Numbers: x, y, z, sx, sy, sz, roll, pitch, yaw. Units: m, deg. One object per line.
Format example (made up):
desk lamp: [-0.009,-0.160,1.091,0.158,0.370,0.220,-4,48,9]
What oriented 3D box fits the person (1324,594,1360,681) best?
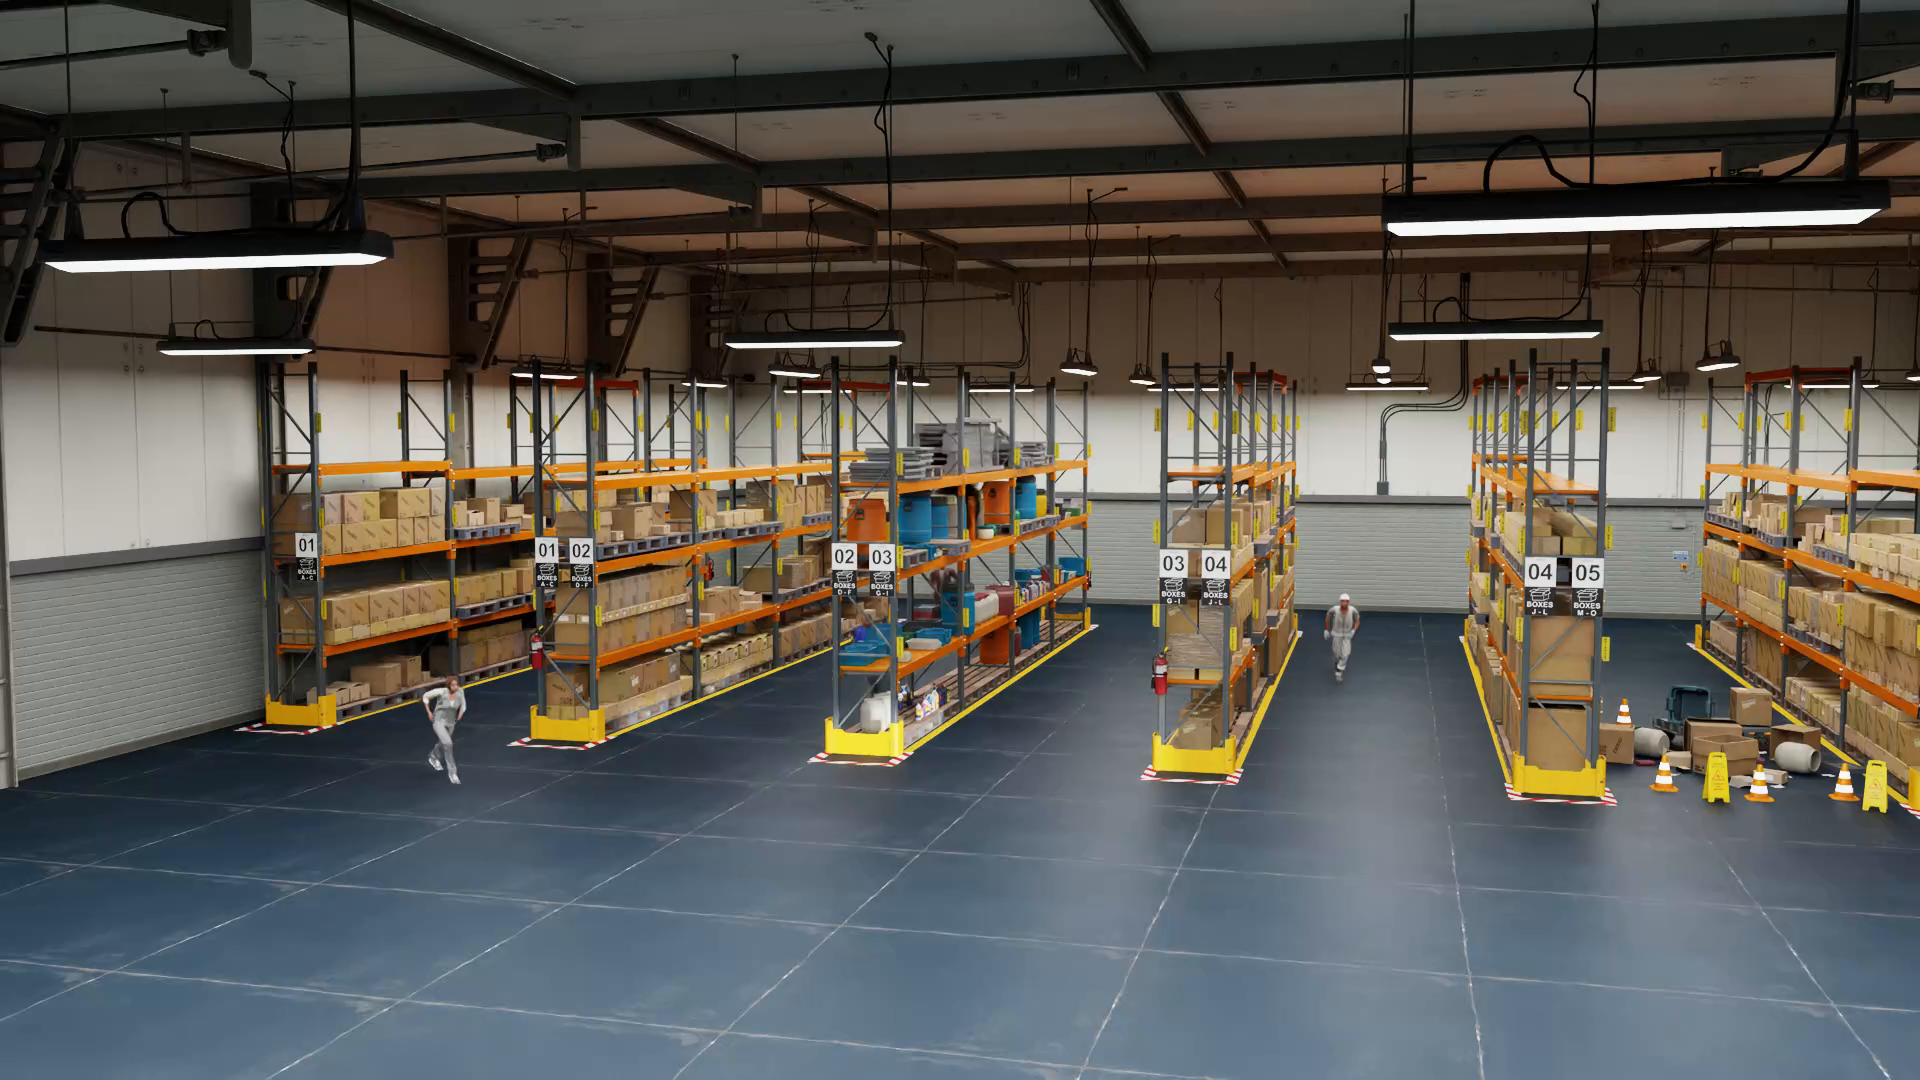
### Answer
person: [7.423,1.877,32.317,0.651,1.715,0.704,0,4,1]

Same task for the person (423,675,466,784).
person: [-7.266,2.625,23.341,0.579,1.545,0.918,-3,5,-39]

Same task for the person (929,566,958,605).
person: [-0.419,1.317,39.894,0.668,1.780,0.848,1,4,14]

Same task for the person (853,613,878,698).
person: [-1.594,2.098,29.763,0.582,1.627,0.967,1,4,16]
